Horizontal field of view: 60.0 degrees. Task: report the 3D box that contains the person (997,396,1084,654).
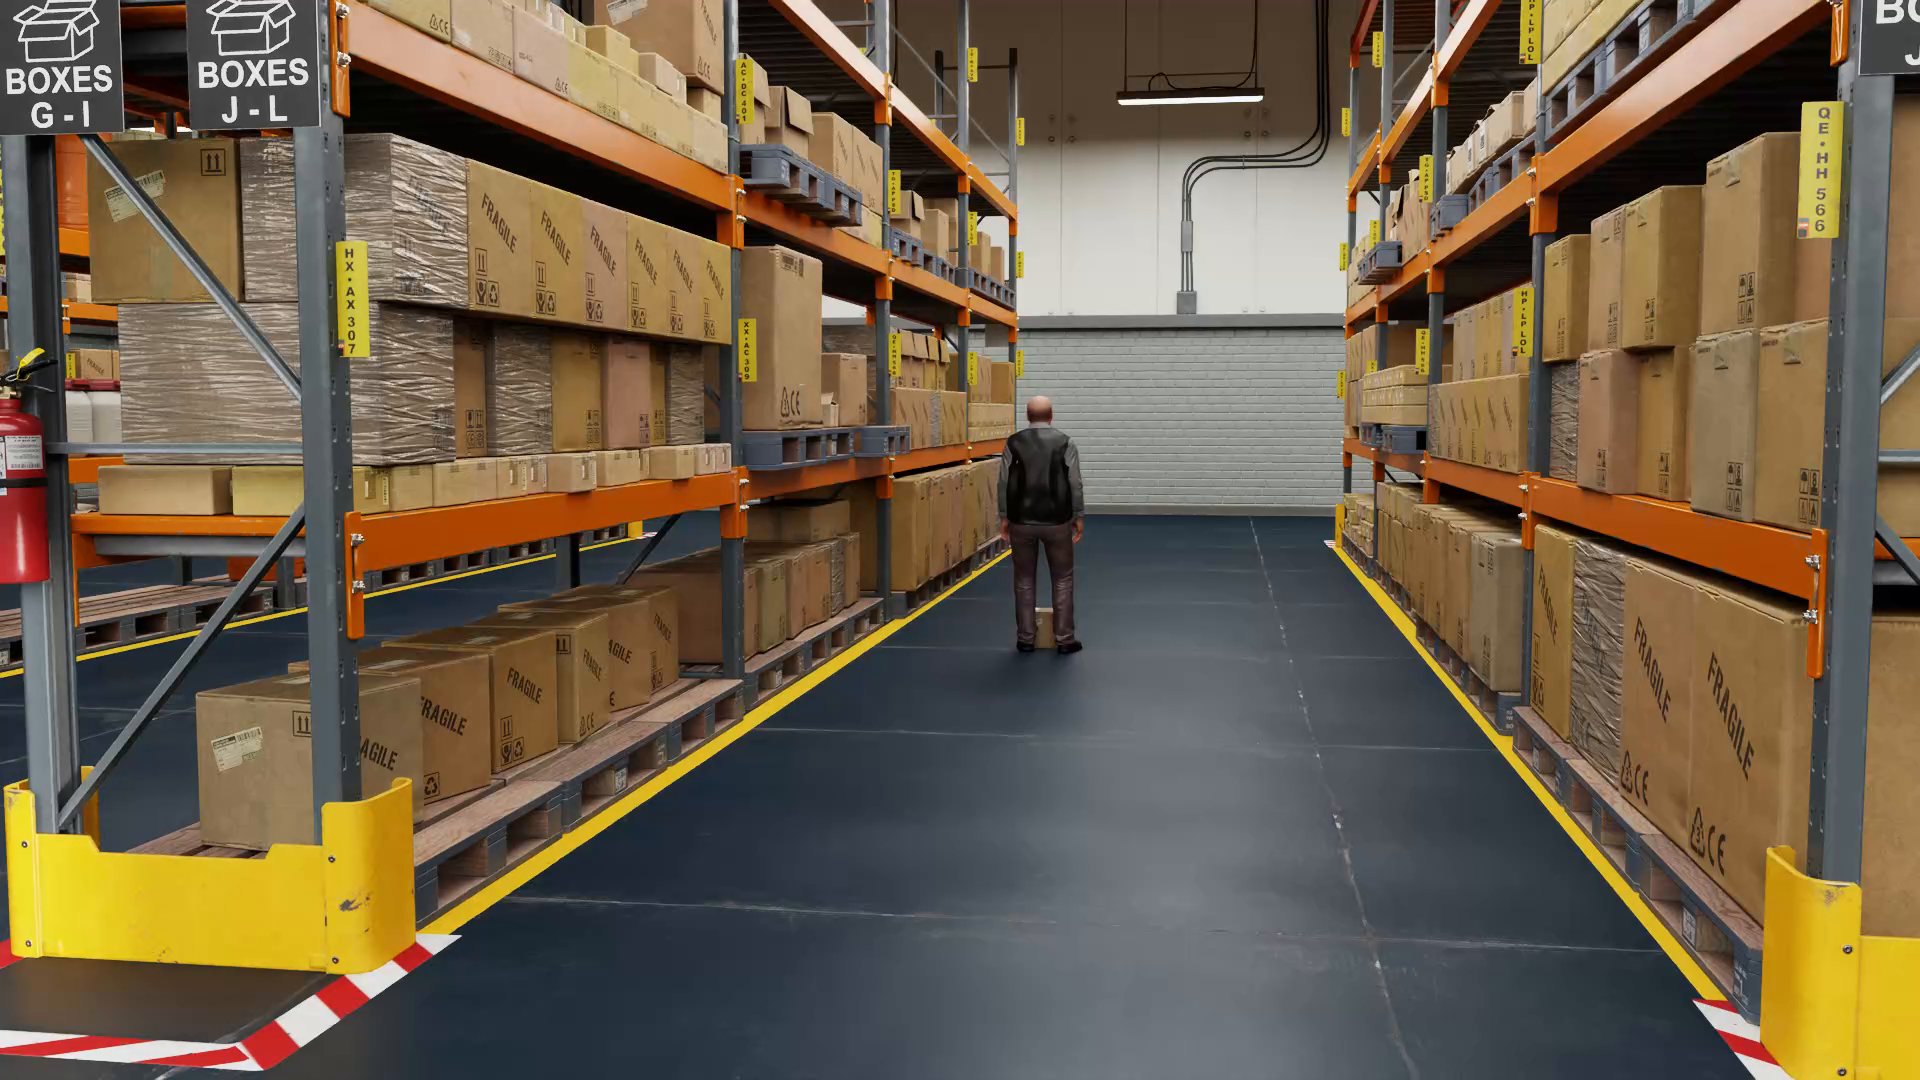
[{"bbox_3d":[0.543,-0.107,11.169,0.581,1.721,0.462,1,4,9],"label":"person"}]
